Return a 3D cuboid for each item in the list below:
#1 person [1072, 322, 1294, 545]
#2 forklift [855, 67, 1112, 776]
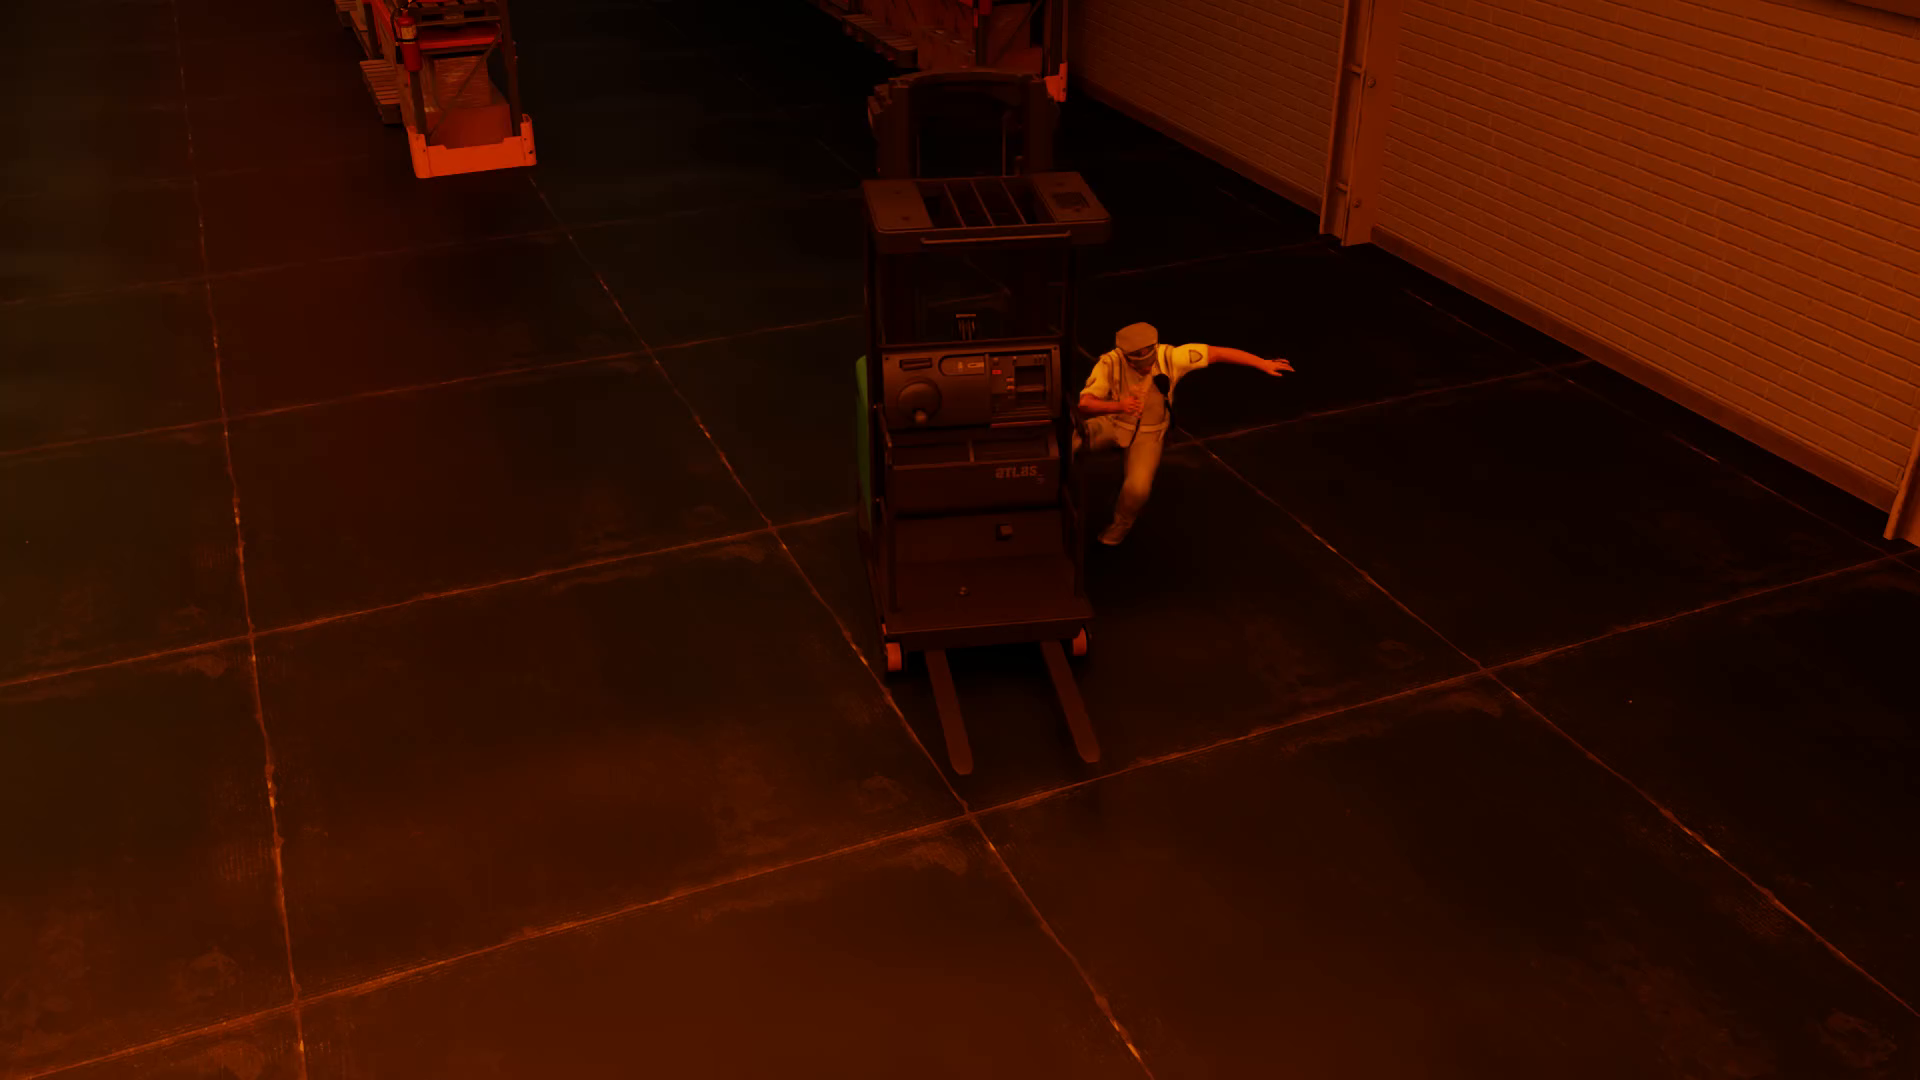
[{"bbox_3d":[1.087,-0.608,9.610,1.589,1.373,0.816,3,30,5],"label":"person"},{"bbox_3d":[0.098,-0.757,8.443,1.130,2.935,3.031,-4,30,-7],"label":"forklift"}]
